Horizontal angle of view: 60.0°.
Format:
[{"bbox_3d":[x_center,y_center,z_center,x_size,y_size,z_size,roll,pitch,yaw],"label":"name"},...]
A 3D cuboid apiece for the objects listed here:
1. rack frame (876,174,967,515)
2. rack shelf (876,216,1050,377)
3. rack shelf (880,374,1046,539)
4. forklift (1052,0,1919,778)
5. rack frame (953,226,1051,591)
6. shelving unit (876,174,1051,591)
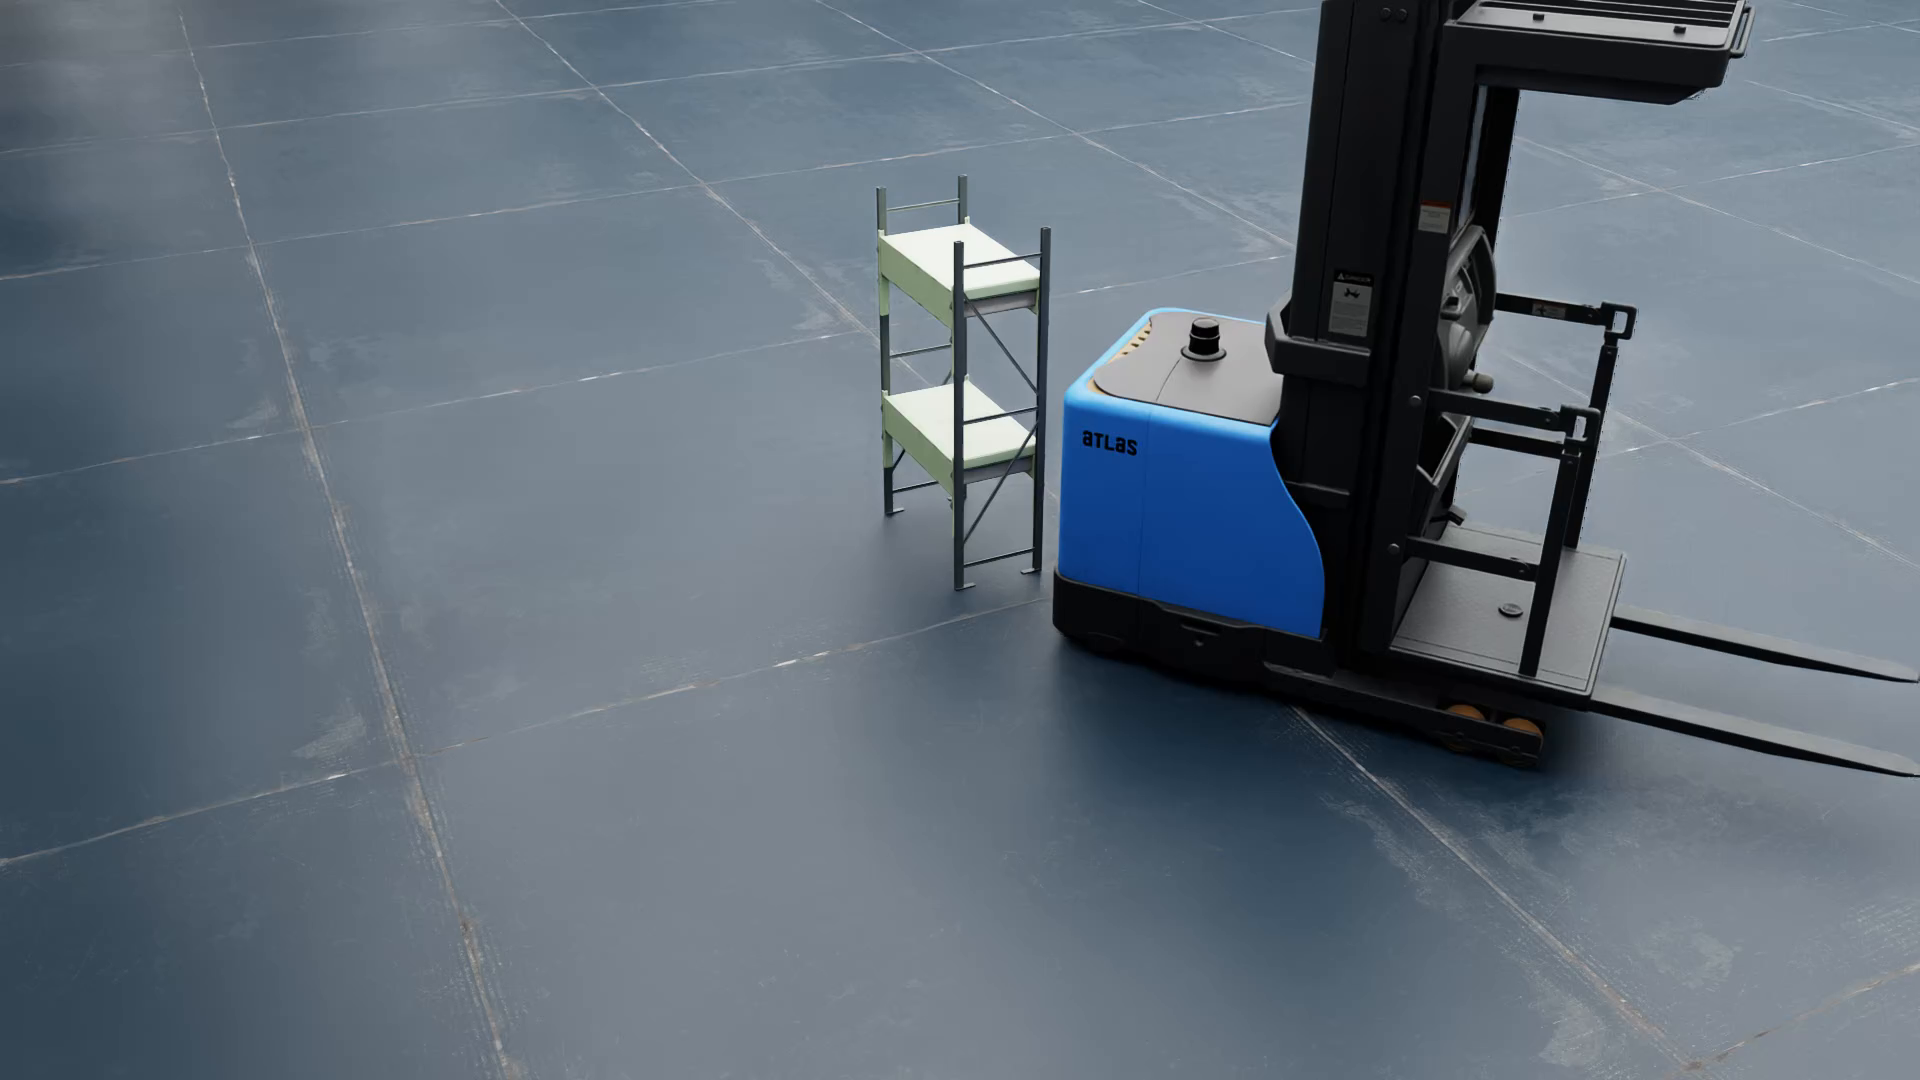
[{"bbox_3d":[-0.154,-0.813,7.166,0.400,1.500,0.023,-13,32,-22],"label":"rack frame"},{"bbox_3d":[0.003,-0.992,6.687,0.431,0.370,0.720,-13,32,-22],"label":"rack shelf"},{"bbox_3d":[0.003,-0.367,7.037,0.431,0.370,0.720,-13,32,-22],"label":"rack shelf"},{"bbox_3d":[1.920,-0.781,5.646,3.031,2.935,1.130,13,32,22],"label":"forklift"},{"bbox_3d":[0.160,-0.490,6.590,0.400,1.500,0.023,-13,32,-22],"label":"rack frame"},{"bbox_3d":[0.003,-0.651,6.878,0.431,1.500,0.755,-13,32,-22],"label":"shelving unit"}]
